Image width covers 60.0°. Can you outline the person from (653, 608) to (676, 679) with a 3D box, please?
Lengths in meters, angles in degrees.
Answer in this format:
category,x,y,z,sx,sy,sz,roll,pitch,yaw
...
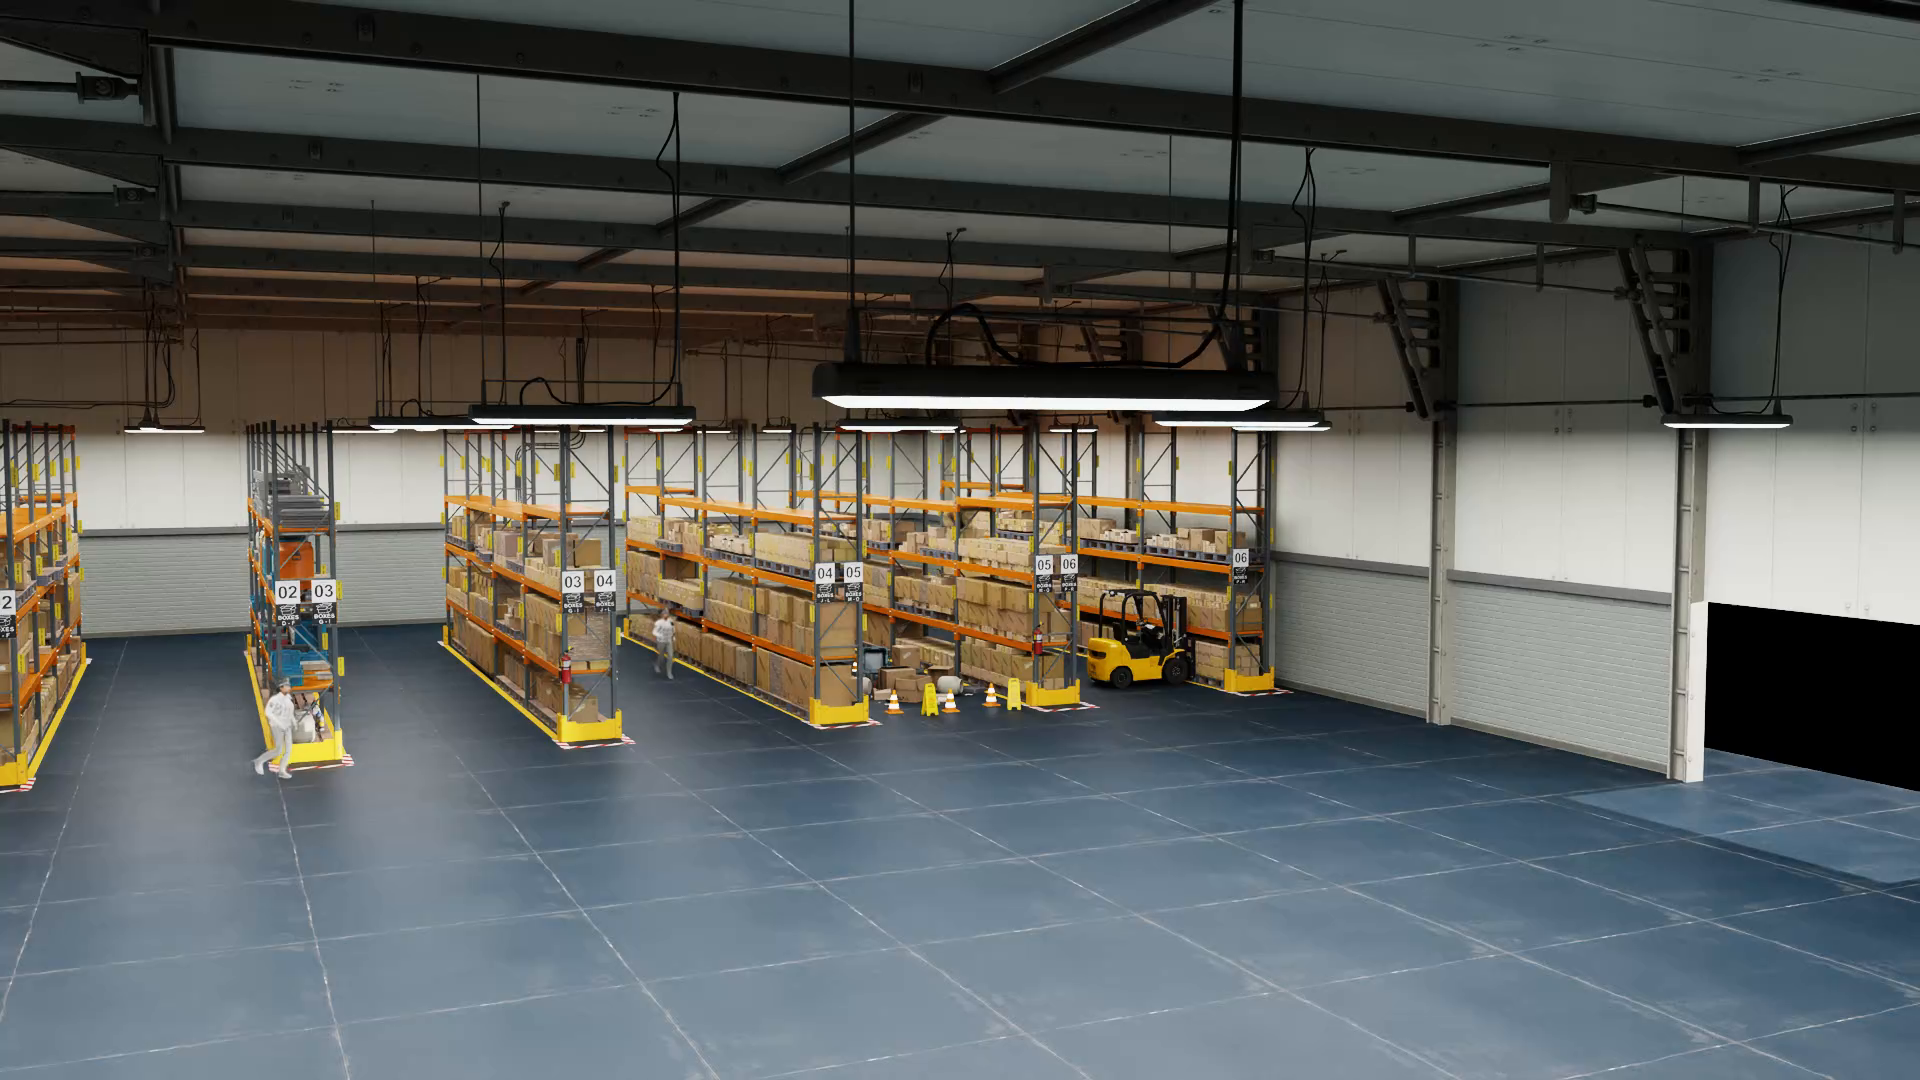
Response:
category,x,y,z,sx,sy,sz,roll,pitch,yaw
person,-7.002,2.422,39.390,0.602,1.680,0.899,-2,4,-29

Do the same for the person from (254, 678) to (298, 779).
category,x,y,z,sx,sy,sz,roll,pitch,yaw
person,-11.449,3.147,28.011,0.669,1.655,0.660,1,4,15
